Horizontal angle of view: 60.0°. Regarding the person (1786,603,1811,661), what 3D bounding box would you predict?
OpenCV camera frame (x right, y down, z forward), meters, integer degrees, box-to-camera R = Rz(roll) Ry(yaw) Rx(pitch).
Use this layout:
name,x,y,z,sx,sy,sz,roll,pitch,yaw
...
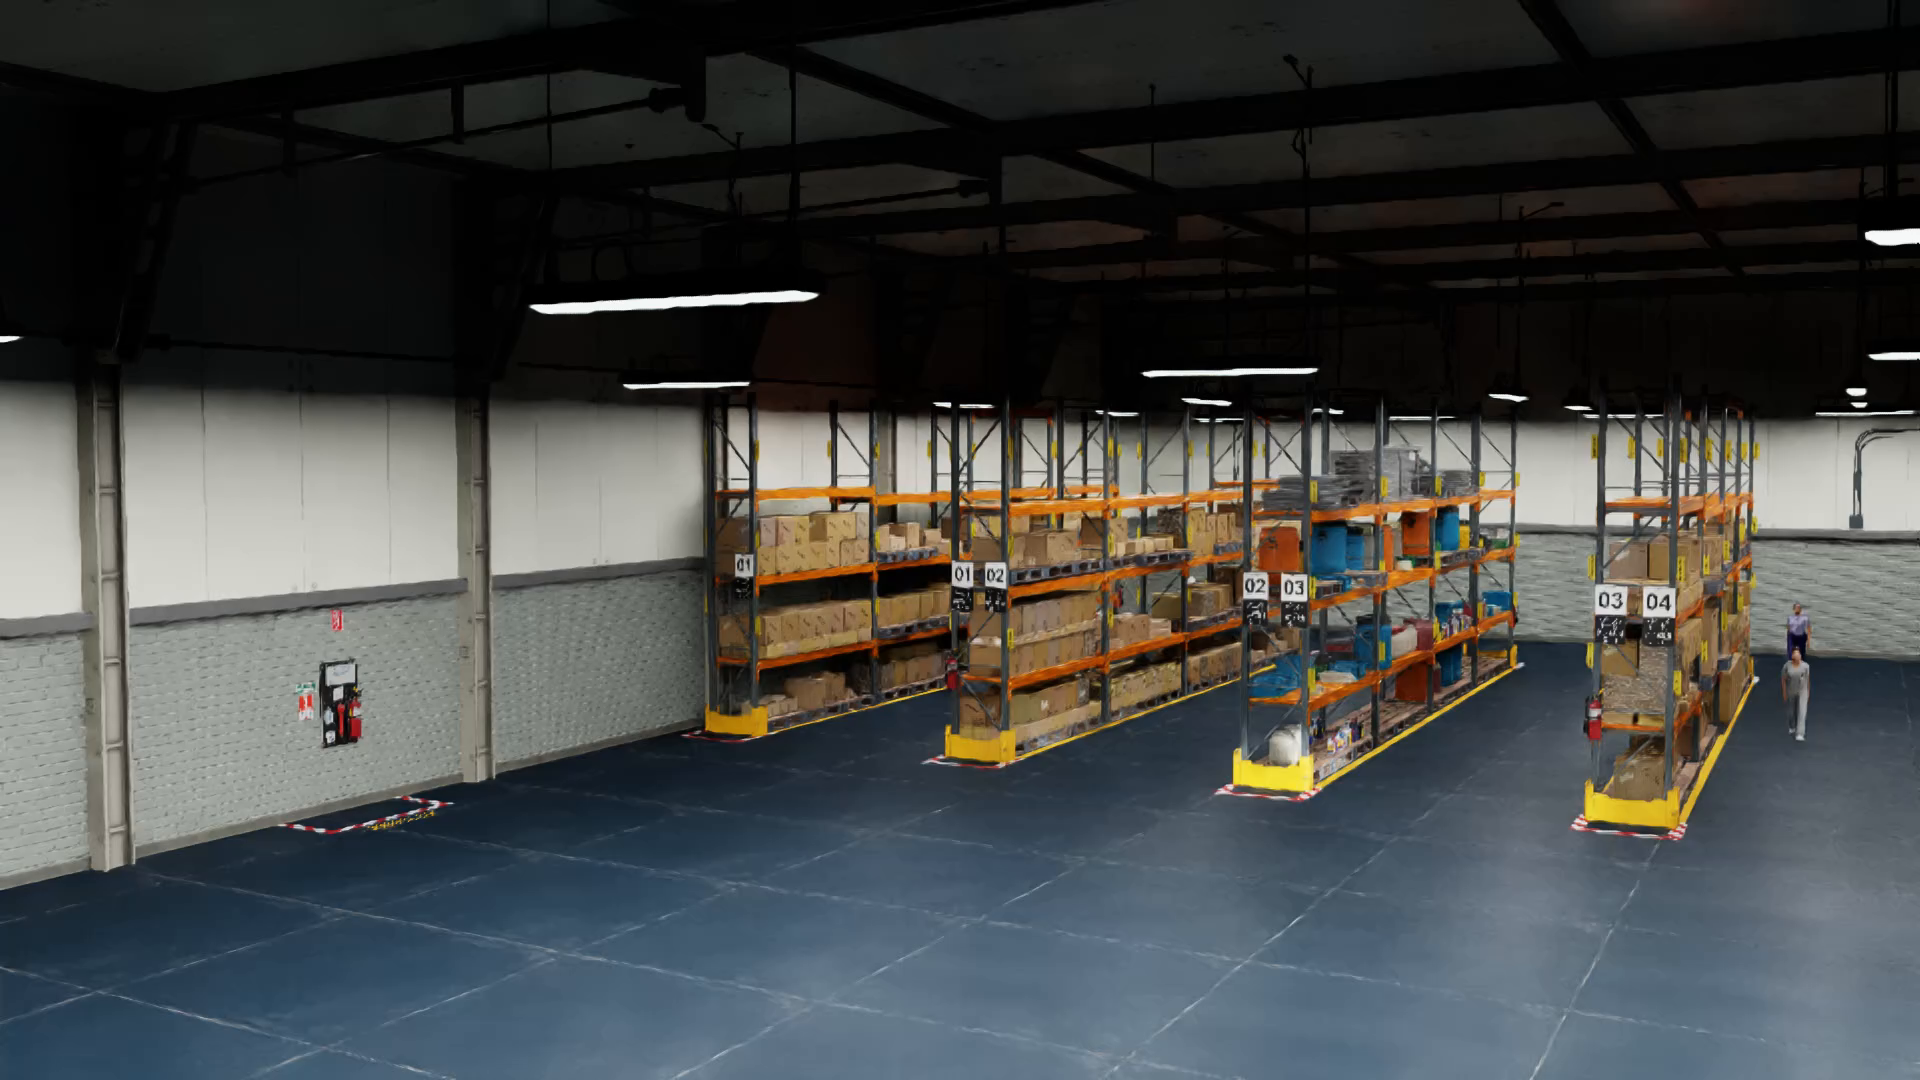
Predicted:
name,x,y,z,sx,sy,sz,roll,pitch,yaw
person,18.769,2.192,37.218,0.491,1.590,1.001,2,3,27

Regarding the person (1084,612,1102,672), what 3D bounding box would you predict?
name,x,y,z,sx,sy,sz,roll,pitch,yaw
person,2.891,2.175,36.389,0.677,1.742,0.552,2,3,27

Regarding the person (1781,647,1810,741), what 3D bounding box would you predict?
name,x,y,z,sx,sy,sz,roll,pitch,yaw
person,14.482,2.632,28.836,0.446,1.590,1.110,2,4,31

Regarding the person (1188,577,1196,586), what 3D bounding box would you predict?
name,x,y,z,sx,sy,sz,roll,pitch,yaw
person,6.042,1.804,43.334,0.543,1.698,1.115,2,4,31
